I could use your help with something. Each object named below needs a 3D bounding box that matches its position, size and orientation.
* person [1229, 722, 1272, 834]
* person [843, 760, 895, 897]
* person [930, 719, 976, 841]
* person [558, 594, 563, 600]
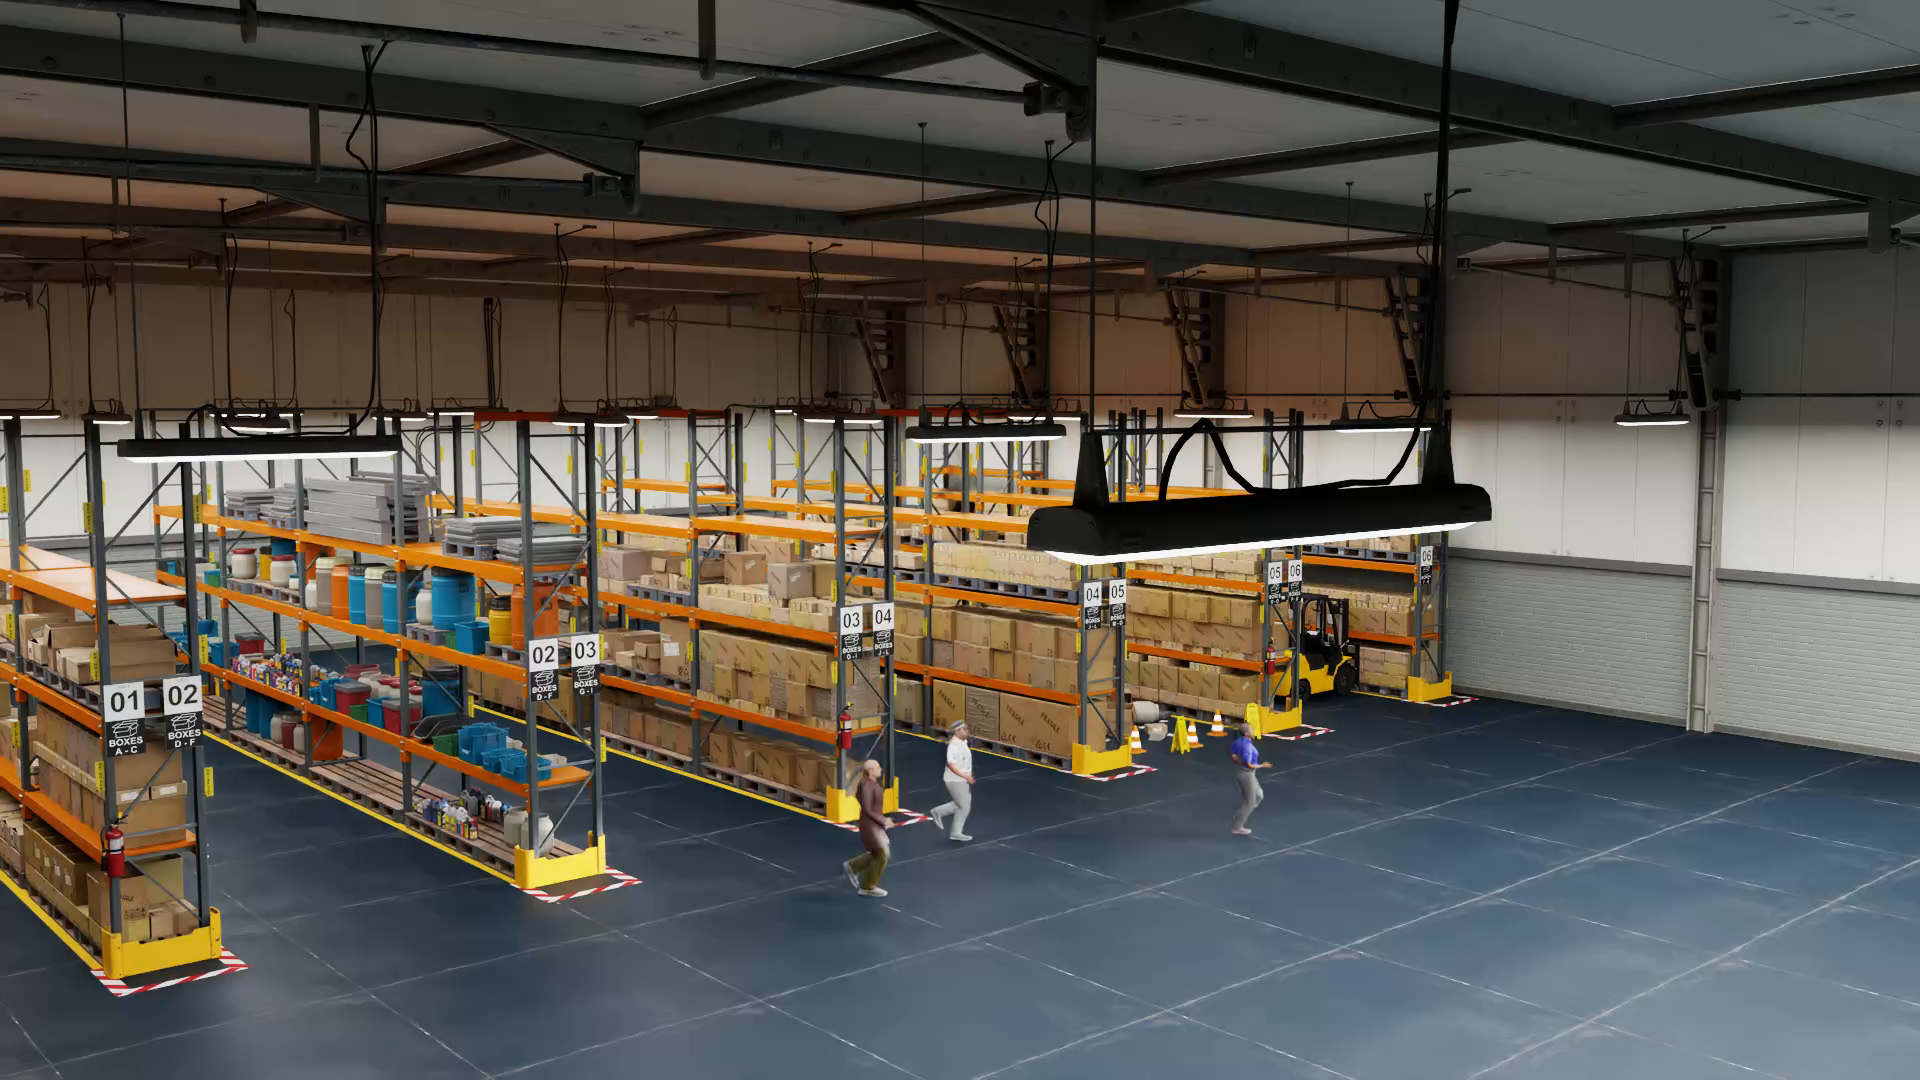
[{"bbox_3d":[4.178,3.416,23.894,0.572,1.618,0.563,0,5,-2],"label":"person"},{"bbox_3d":[-1.153,3.628,20.988,0.658,1.737,0.743,0,5,-6],"label":"person"},{"bbox_3d":[-0.093,3.388,23.609,0.680,1.752,0.673,1,5,7],"label":"person"},{"bbox_3d":[-9.639,2.065,39.818,0.762,1.560,0.630,1,5,15],"label":"person"}]
